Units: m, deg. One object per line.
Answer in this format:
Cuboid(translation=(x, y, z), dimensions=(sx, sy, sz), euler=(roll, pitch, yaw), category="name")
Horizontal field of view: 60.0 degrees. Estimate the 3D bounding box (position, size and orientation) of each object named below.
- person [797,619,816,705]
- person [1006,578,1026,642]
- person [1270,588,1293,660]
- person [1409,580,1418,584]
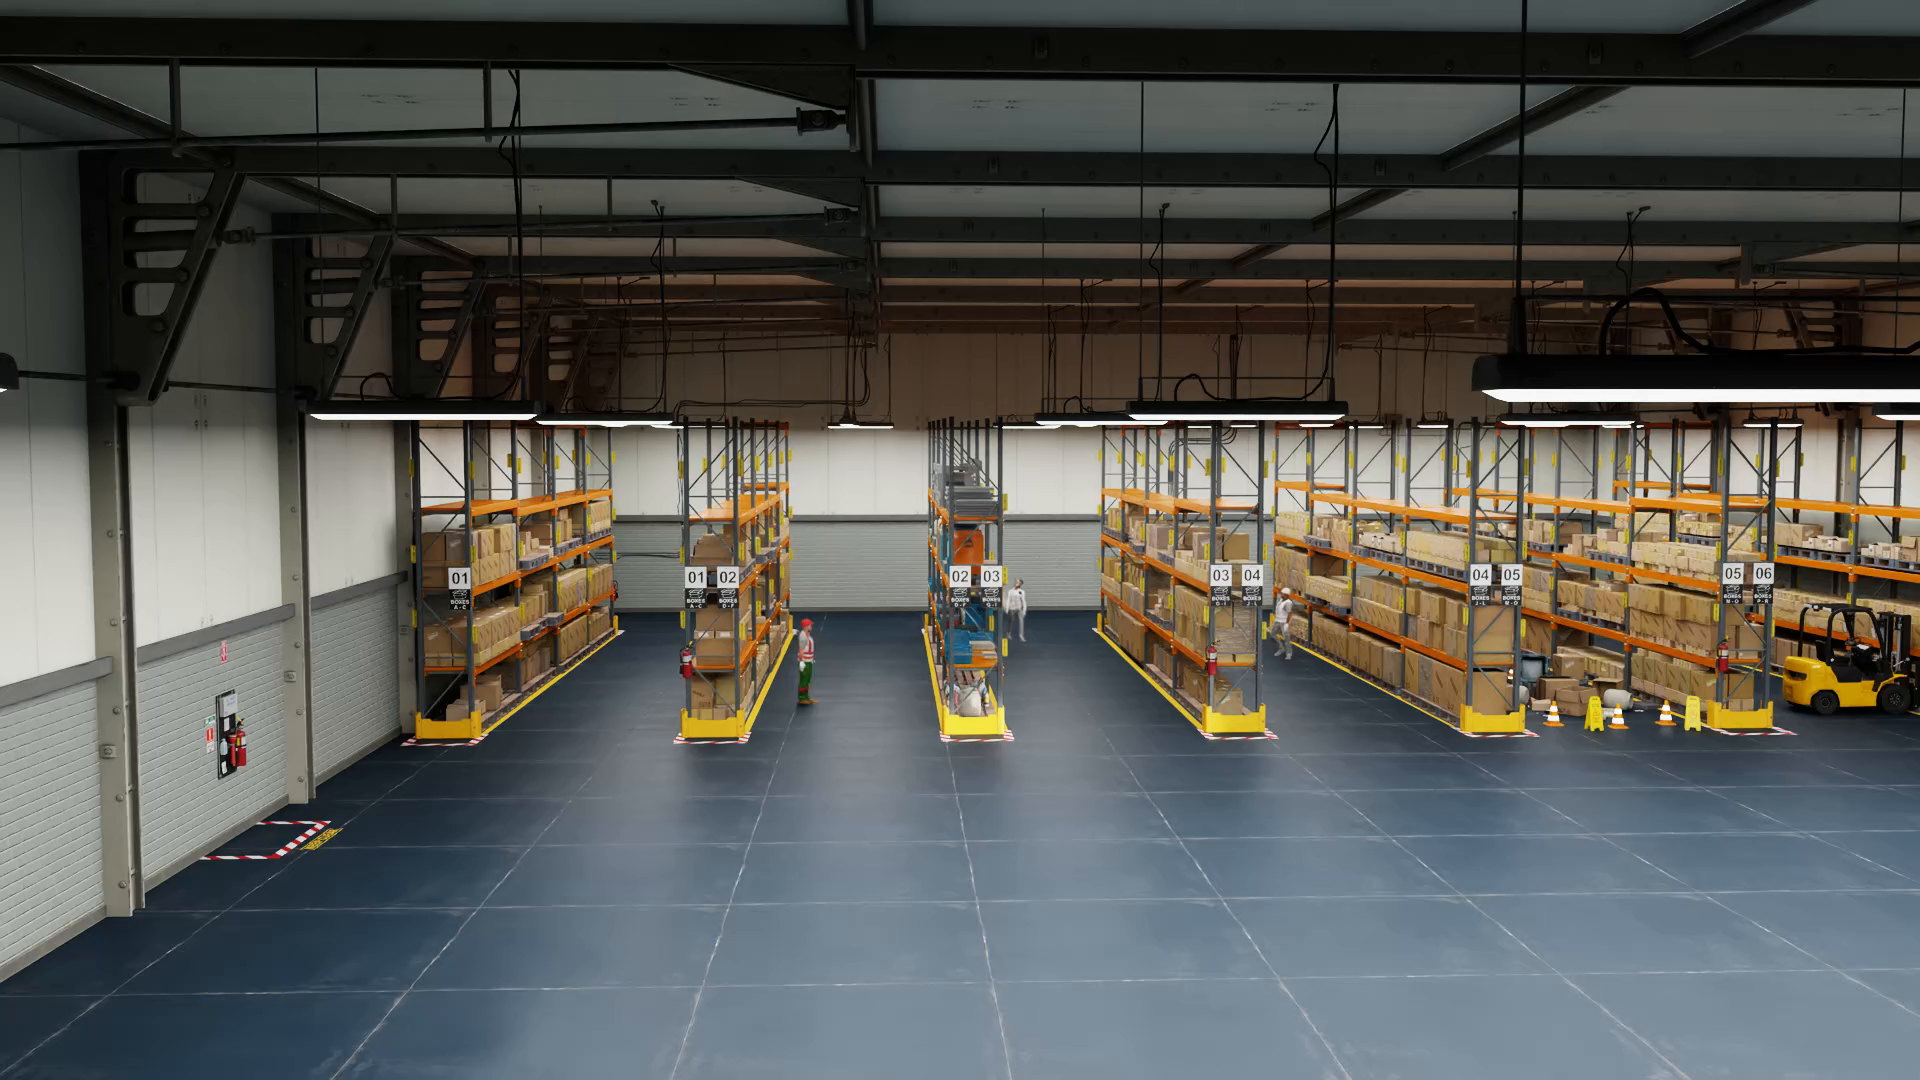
Cuboid(translation=(-3.232, 2.546, 34.922), dimensions=(0.359, 1.794, 0.647), euler=(0, 4, 6), category="person")
Cuboid(translation=(1.439, 1.800, 43.142), dimensions=(0.563, 1.629, 0.946), euler=(-1, 4, -13), category="person")
Cuboid(translation=(8.129, 2.089, 41.874), dimensions=(0.410, 1.782, 0.691), euler=(-2, 4, -28), category="person")
Cuboid(translation=(12.399, 1.929, 45.629), dimensions=(0.379, 1.676, 0.558), euler=(2, 4, 32), category="person")
